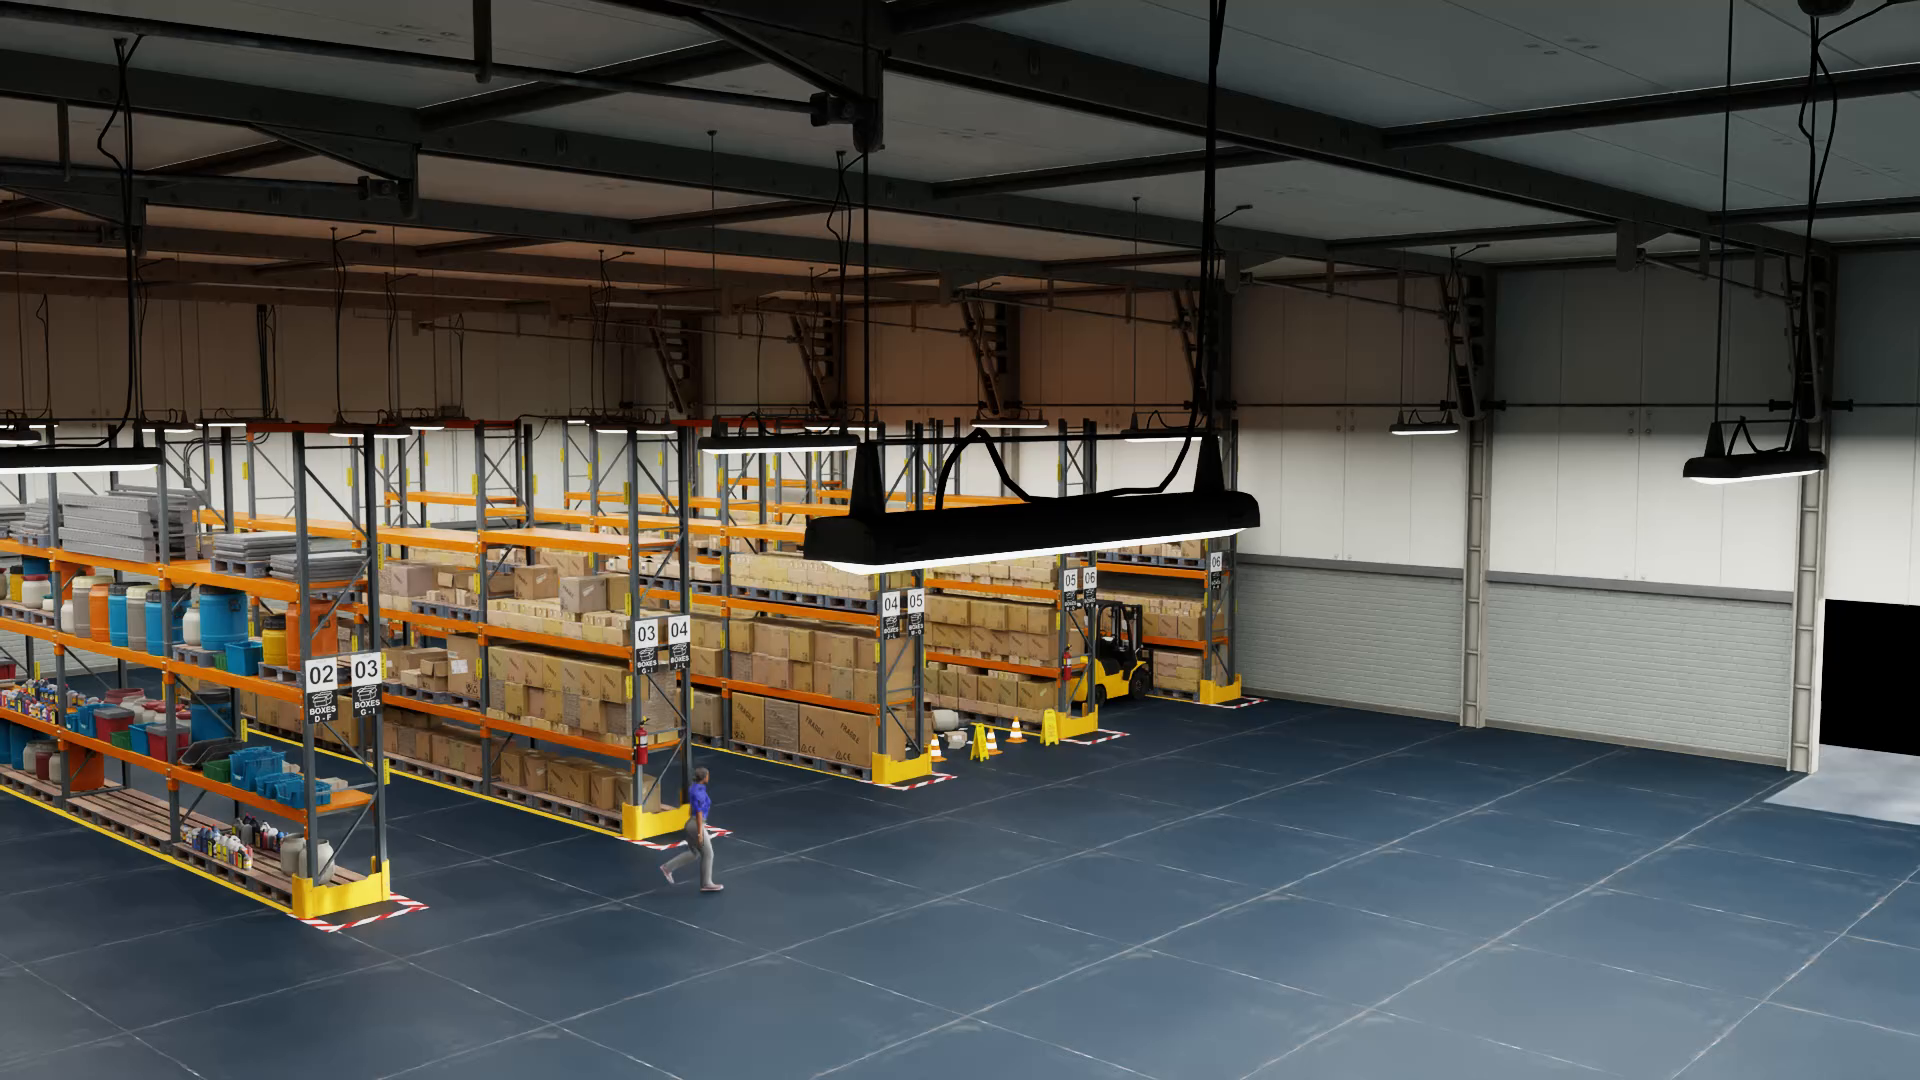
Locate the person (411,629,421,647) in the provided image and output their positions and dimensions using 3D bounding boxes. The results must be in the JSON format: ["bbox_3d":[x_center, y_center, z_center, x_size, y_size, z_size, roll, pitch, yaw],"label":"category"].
[{"bbox_3d":[-11.776,2.640,35.723,0.474,1.514,0.780,-4,6,-38],"label":"person"}]

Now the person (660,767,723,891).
[{"bbox_3d":[-3.488,3.743,21.593,0.792,1.620,0.445,-1,5,-11],"label":"person"}]

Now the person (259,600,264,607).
[{"bbox_3d":[-16.575,2.253,39.510,1.074,1.659,0.639,4,6,43],"label":"person"}]
